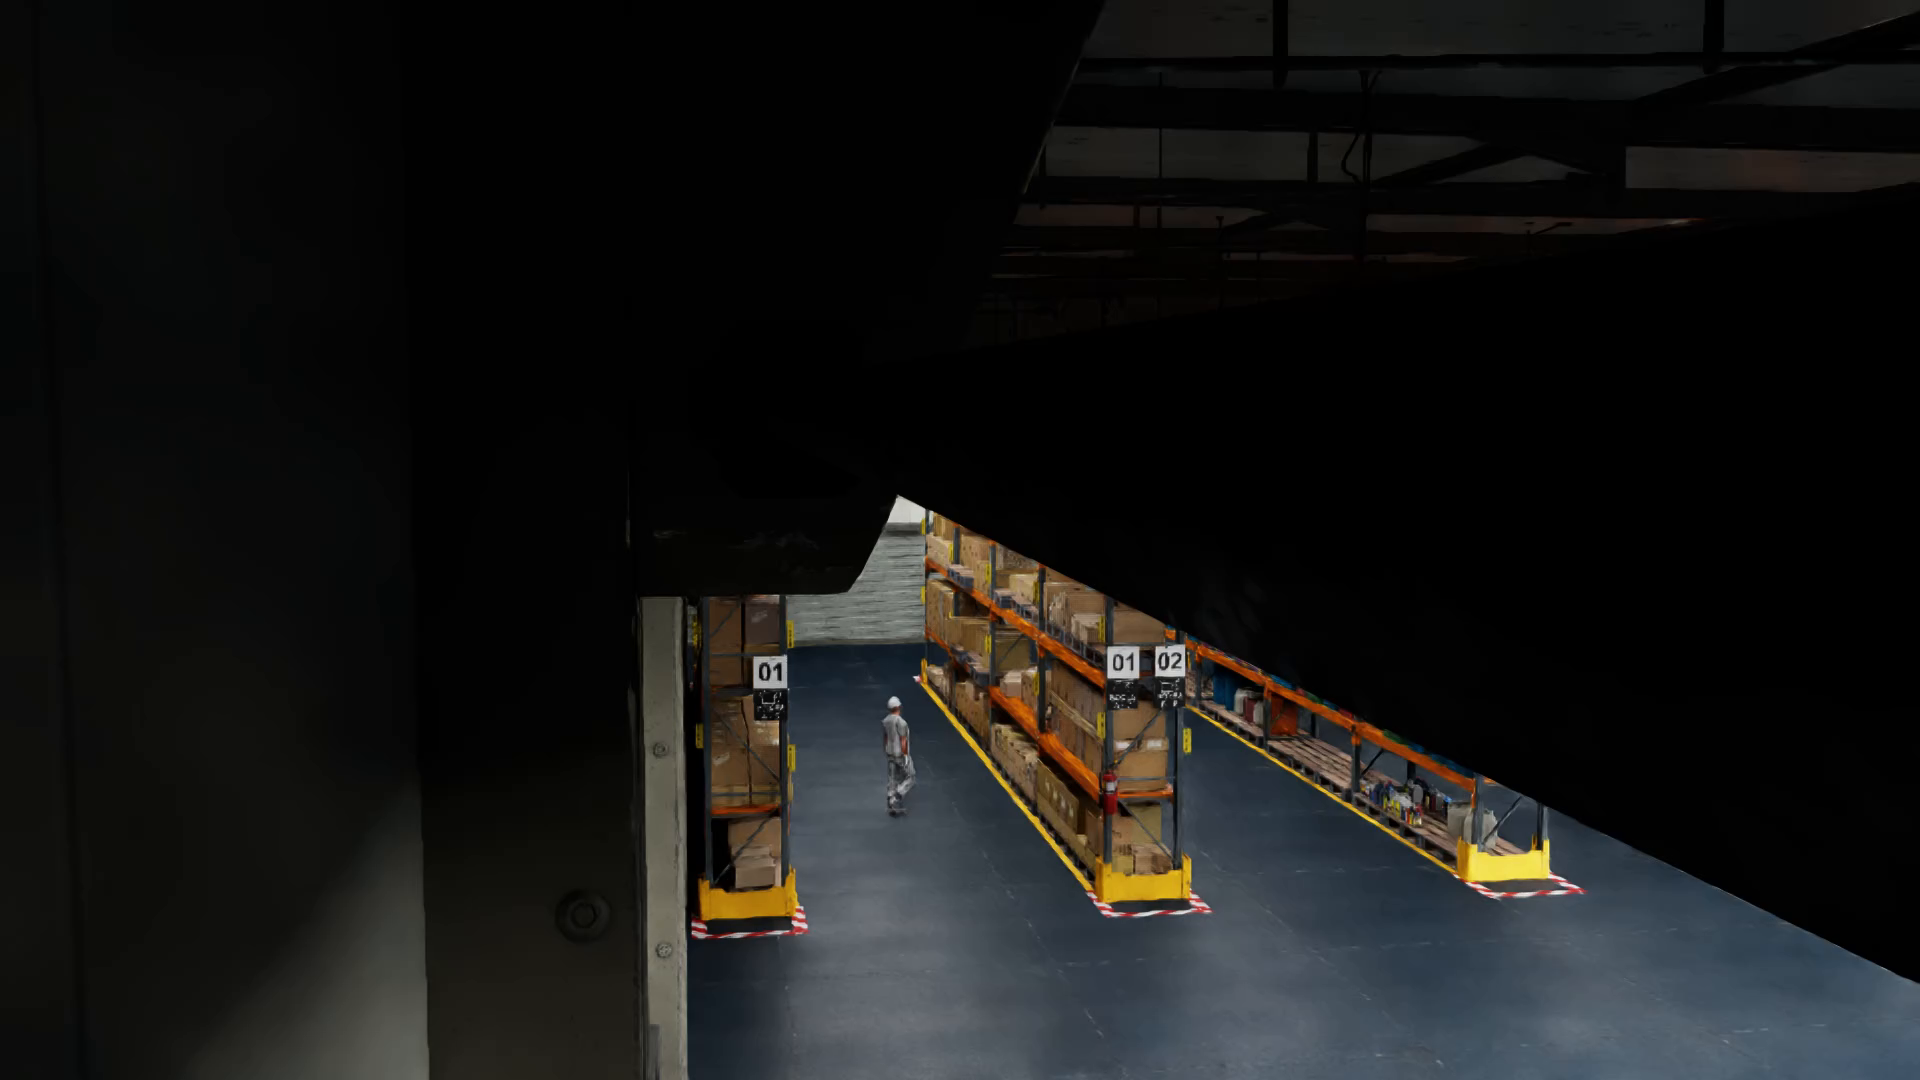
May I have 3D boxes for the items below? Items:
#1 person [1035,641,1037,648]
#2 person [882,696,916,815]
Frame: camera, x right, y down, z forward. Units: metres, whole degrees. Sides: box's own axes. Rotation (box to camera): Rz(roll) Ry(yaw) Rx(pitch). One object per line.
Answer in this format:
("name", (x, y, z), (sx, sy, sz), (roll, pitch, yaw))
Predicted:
("person", (2.124, 1.896, 41.295), (0.639, 1.628, 0.506), (-1, 5, -11))
("person", (-0.940, 3.240, 24.978), (0.409, 1.786, 0.594), (-4, 6, -37))
